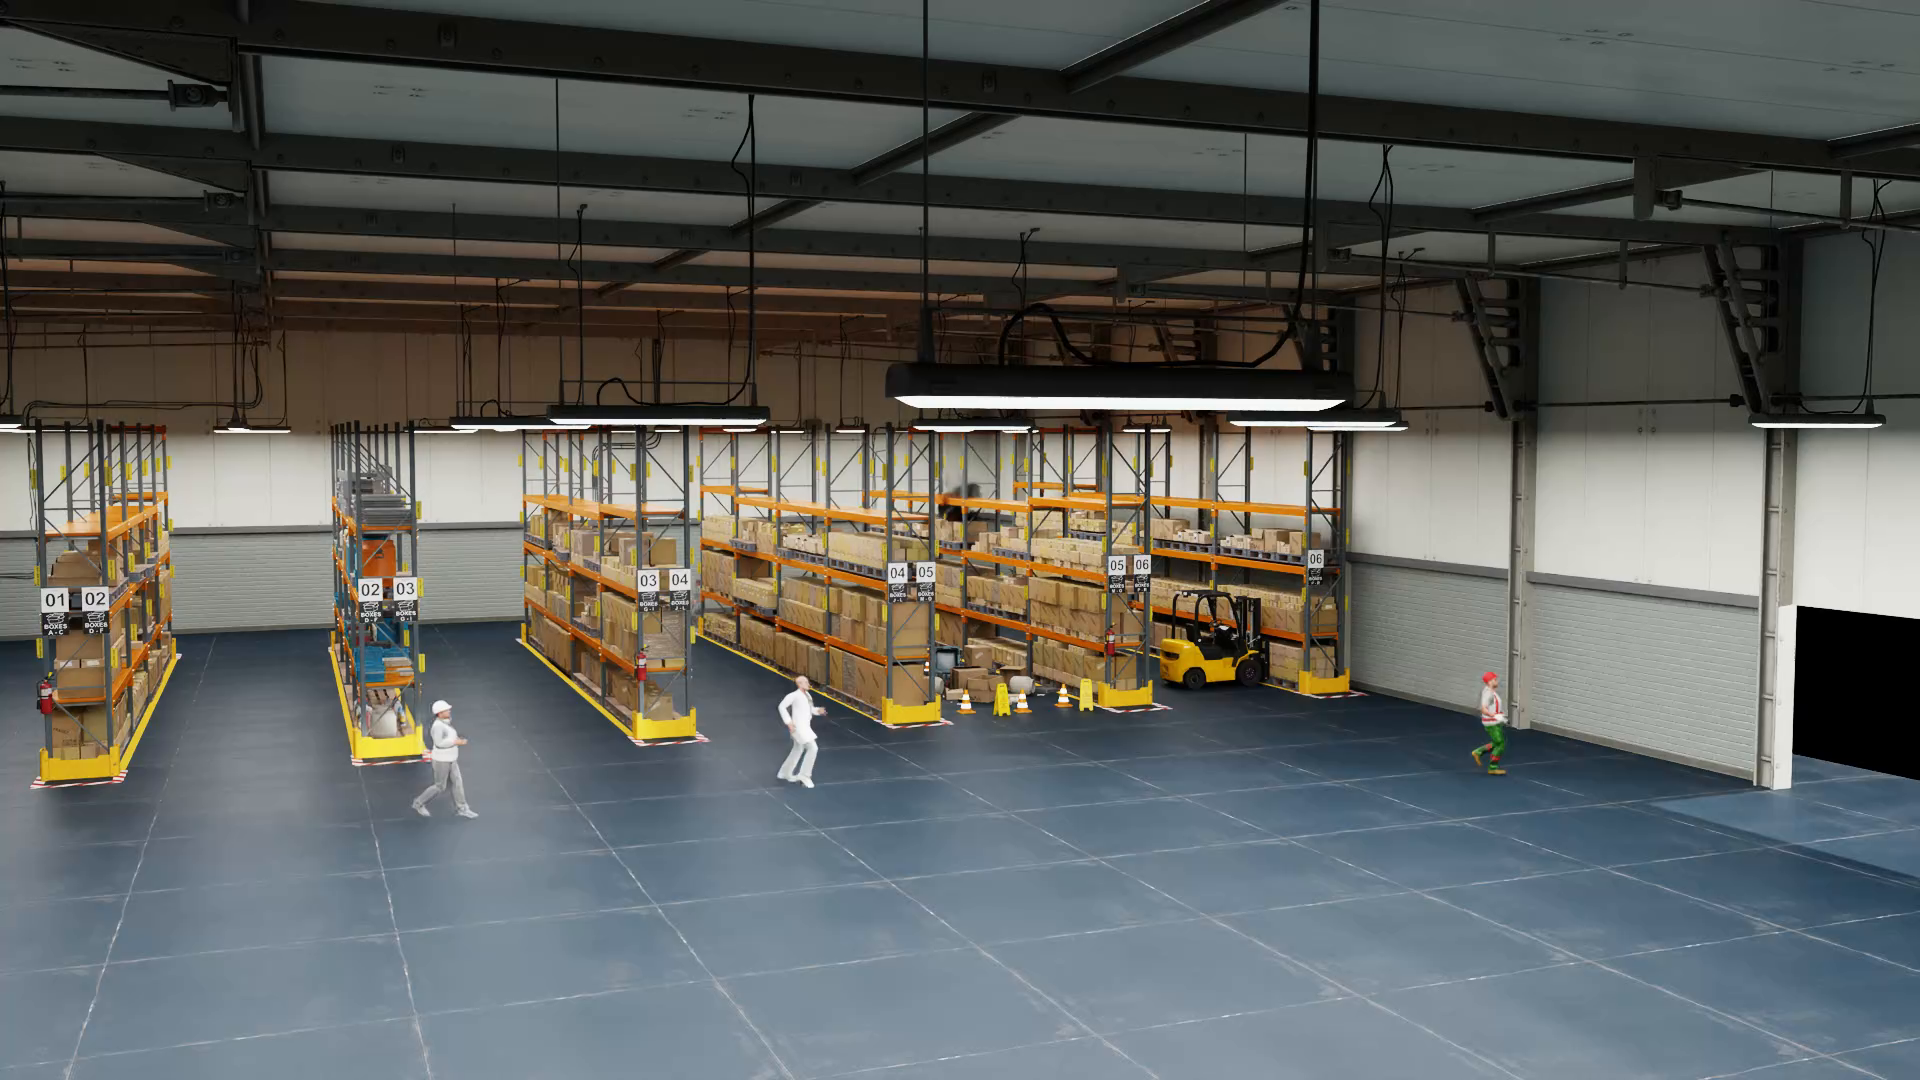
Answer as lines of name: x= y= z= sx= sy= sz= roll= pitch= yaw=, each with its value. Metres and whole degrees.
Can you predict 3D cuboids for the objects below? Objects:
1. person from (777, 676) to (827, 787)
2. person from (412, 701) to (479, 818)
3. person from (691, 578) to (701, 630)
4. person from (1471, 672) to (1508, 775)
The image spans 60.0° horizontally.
person: x=-2.604 y=3.244 z=27.294 sx=0.836 sy=1.643 sz=0.688 roll=1 pitch=4 yaw=9
person: x=-7.658 y=3.267 z=24.685 sx=0.950 sy=1.776 sz=0.657 roll=0 pitch=4 yaw=-2
person: x=-7.748 y=1.898 z=48.943 sx=0.478 sy=1.548 sz=0.605 roll=-2 pitch=4 yaw=-28
person: x=8.964 y=3.094 z=28.131 sx=0.621 sy=1.736 sz=0.653 roll=2 pitch=4 yaw=24
